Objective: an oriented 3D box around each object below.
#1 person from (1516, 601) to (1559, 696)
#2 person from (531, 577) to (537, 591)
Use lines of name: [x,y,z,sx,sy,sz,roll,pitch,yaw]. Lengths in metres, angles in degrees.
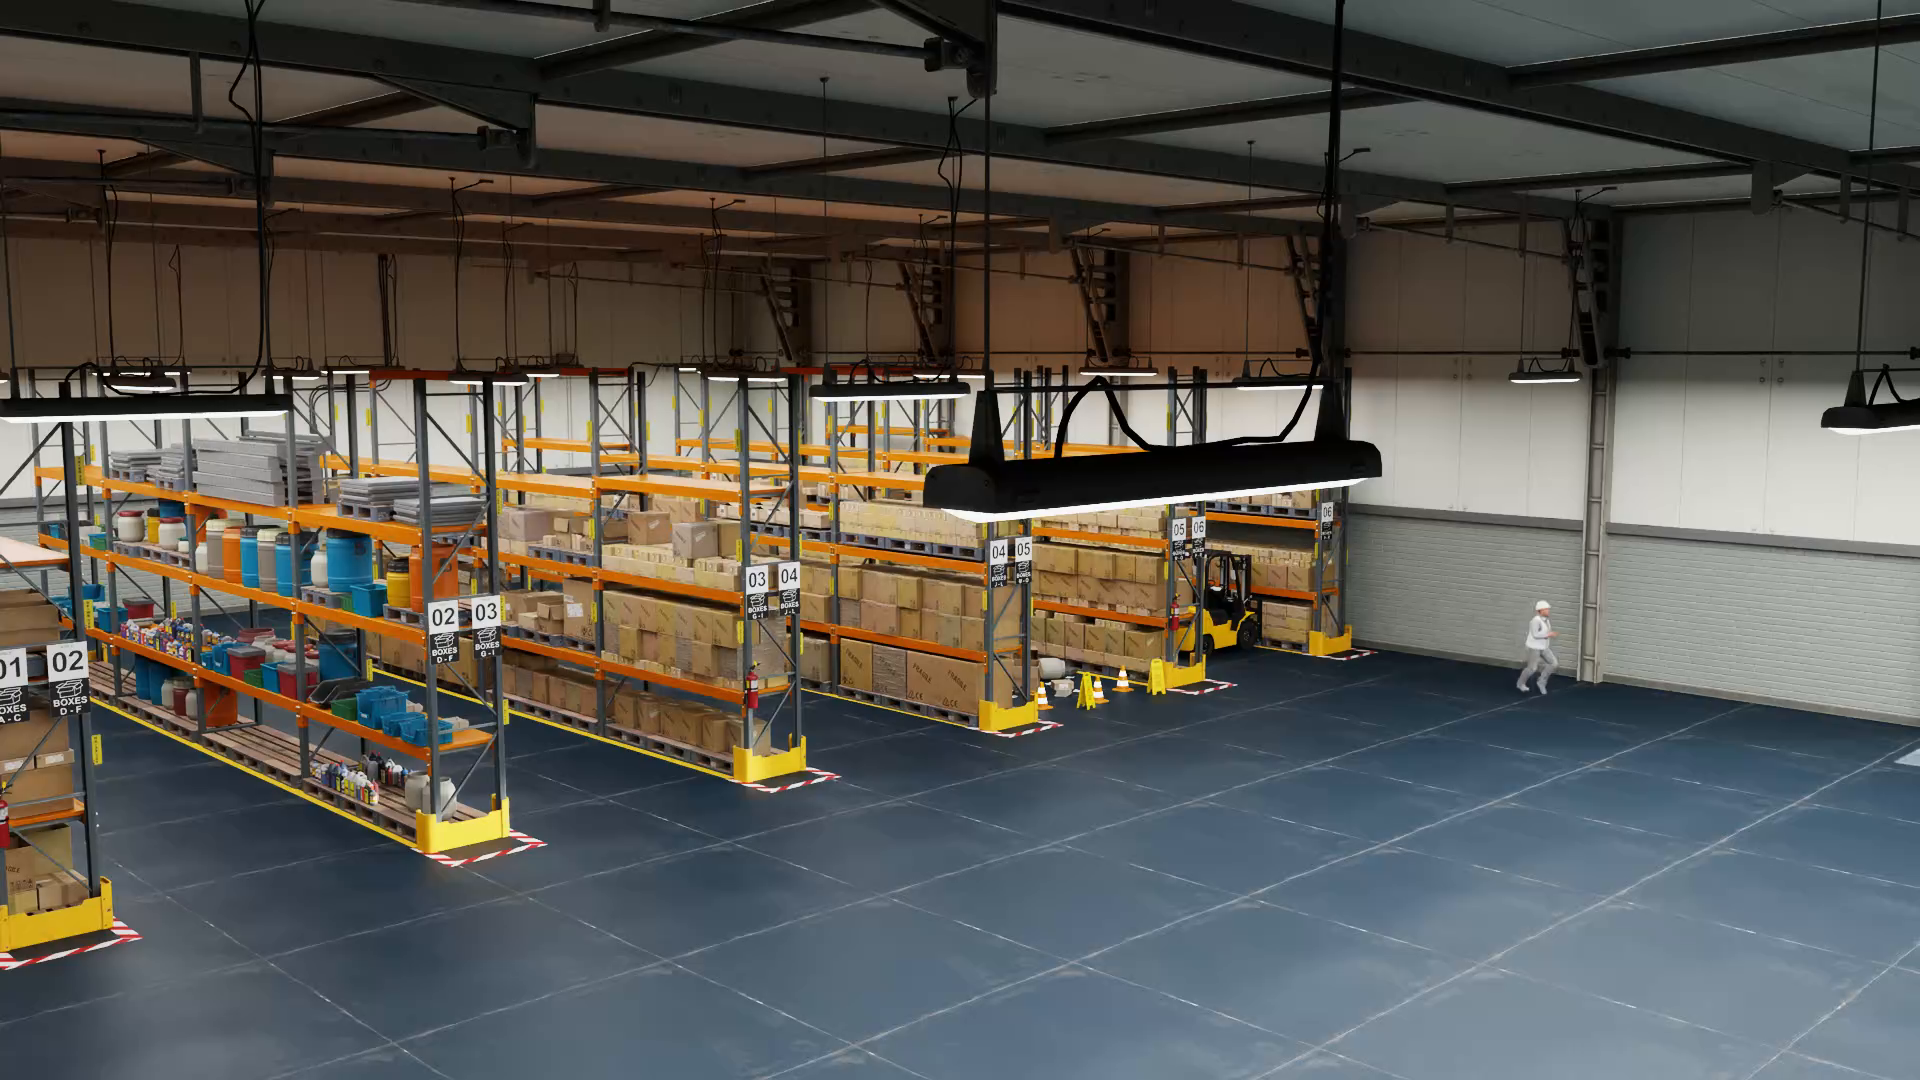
person: [10.688,1.989,30.726,0.682,1.770,0.811,-6,9,-44]
person: [-10.471,0.955,40.889,0.693,1.571,0.584,-3,7,-25]
